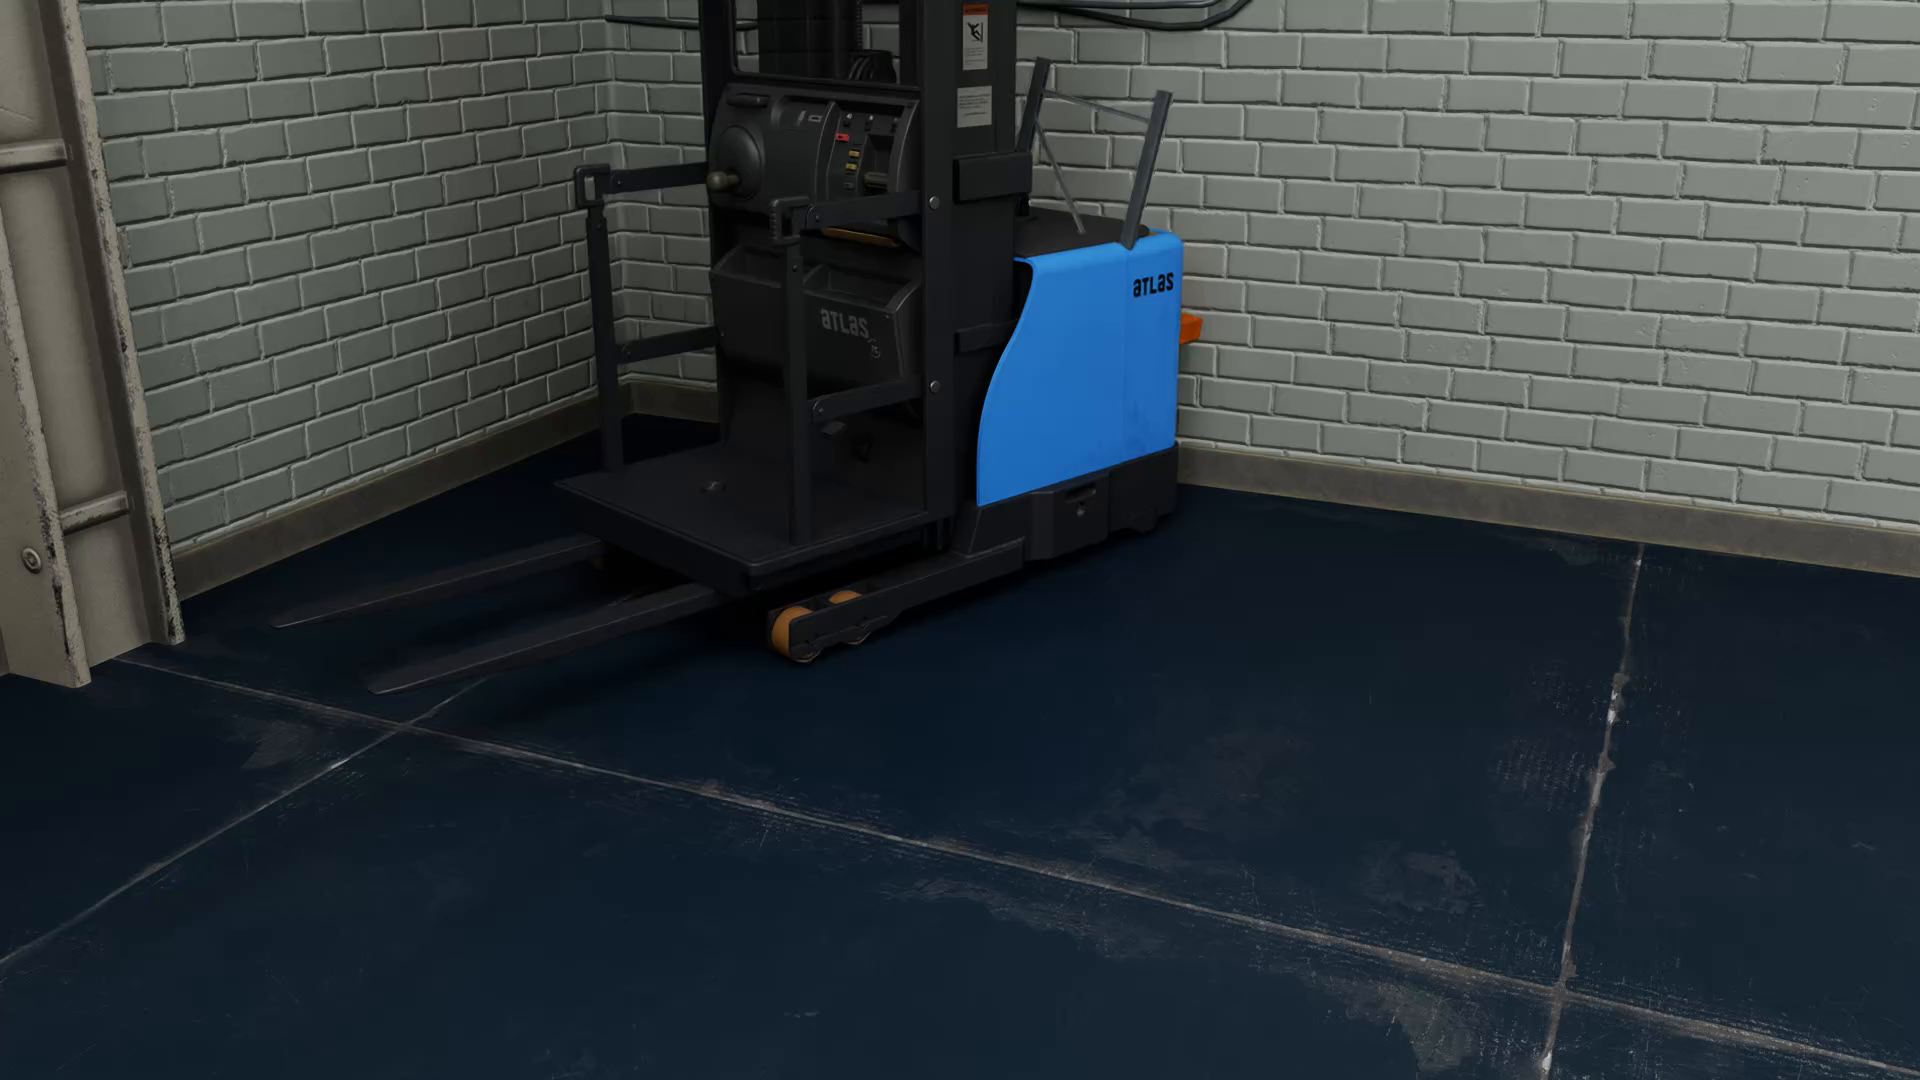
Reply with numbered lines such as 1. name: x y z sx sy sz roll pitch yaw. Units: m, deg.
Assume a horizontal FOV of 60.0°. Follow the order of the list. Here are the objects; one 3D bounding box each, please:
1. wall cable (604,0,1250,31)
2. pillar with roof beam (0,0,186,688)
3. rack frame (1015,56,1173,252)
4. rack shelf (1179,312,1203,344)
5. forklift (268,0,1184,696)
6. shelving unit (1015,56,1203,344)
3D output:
1. wall cable: -0.271 -3.169 6.083 3.097 2.526 0.112 9 21 23
2. pillar with roof beam: 1.331 -3.305 1.832 9.100 9.000 0.400 9 21 23
3. rack frame: 0.317 -0.852 5.747 0.500 1.500 0.032 23 23 25
4. rack shelf: 0.538 -0.795 6.236 0.538 0.185 1.000 23 23 25
5. forklift: -0.618 -1.212 5.003 3.031 2.935 1.130 -18 26 -41
6. shelving unit: 0.580 -0.960 6.180 0.587 1.500 1.083 23 23 25
